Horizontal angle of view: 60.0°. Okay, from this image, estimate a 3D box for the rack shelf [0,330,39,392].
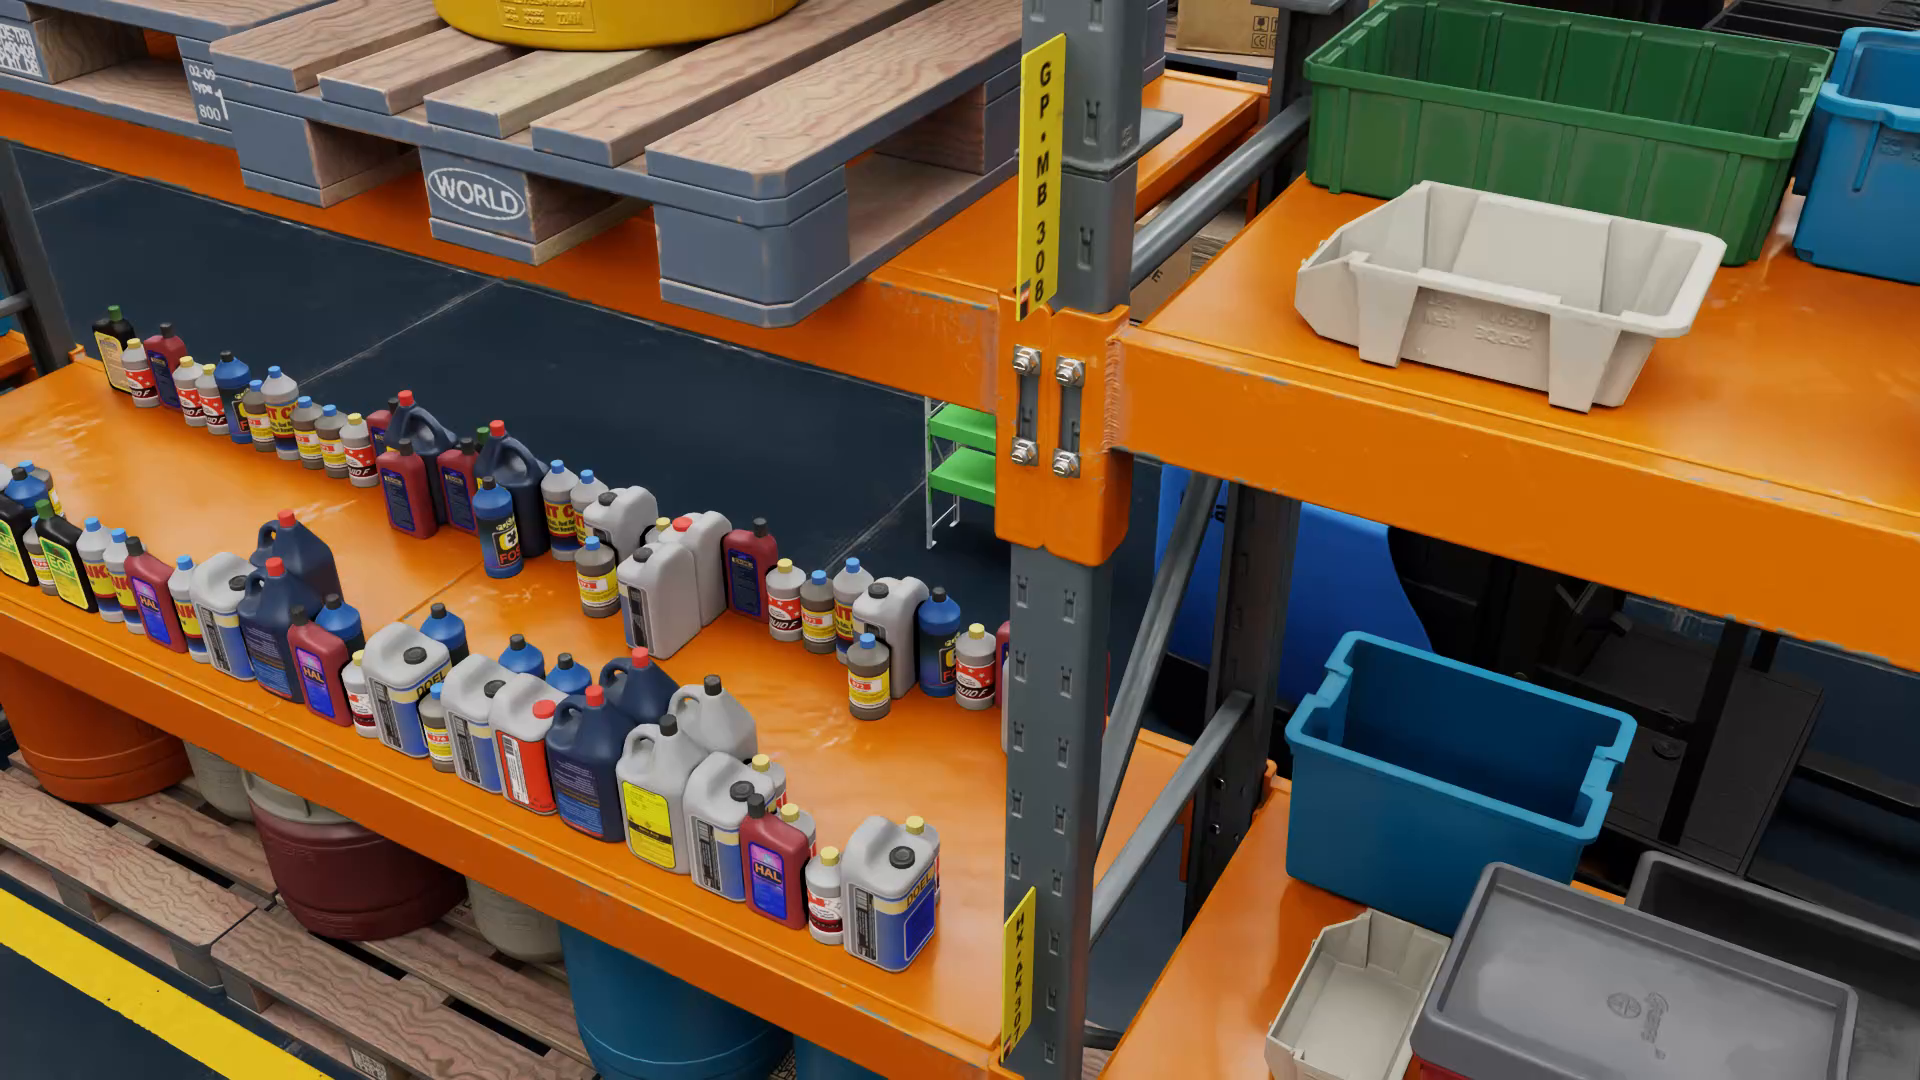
[{"bbox_3d":[-4.840,-0.786,5.873,4.000,0.370,1.077,18,37,24],"label":"rack shelf"}]

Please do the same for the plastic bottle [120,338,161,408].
[{"bbox_3d":[-2.449,-0.506,4.983,0.097,0.201,0.097,0,34,0],"label":"plastic bottle"}]

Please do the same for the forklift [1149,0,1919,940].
[{"bbox_3d":[2.123,-0.362,4.649,3.031,2.935,1.130,22,39,29],"label":"forklift"}]

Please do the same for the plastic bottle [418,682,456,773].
[{"bbox_3d":[-1.119,0.400,3.622,0.097,0.201,0.097,0,34,0],"label":"plastic bottle"}]

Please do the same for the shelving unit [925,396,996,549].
[{"bbox_3d":[0.144,-0.454,6.349,0.503,1.200,0.258,18,37,24],"label":"shelving unit"}]

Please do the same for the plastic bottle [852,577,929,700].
[{"bbox_3d":[-0.161,0.205,3.847,0.135,0.276,0.152,18,37,24],"label":"plastic bottle"}]

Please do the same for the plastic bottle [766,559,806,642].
[{"bbox_3d":[-0.417,0.138,4.016,0.097,0.201,0.097,0,34,0],"label":"plastic bottle"}]

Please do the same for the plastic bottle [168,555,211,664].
[{"bbox_3d":[-1.798,0.156,3.926,0.097,0.271,0.097,0,34,0],"label":"plastic bottle"}]

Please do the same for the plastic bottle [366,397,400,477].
[{"bbox_3d":[-1.548,-0.266,4.549,0.133,0.283,0.061,18,37,24],"label":"plastic bottle"}]

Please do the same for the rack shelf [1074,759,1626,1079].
[{"bbox_3d":[2.106,1.414,2.569,4.000,0.370,1.077,18,37,24],"label":"rack shelf"}]

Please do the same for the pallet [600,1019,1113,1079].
[{"bbox_3d":[-0.280,1.493,4.317,1.213,0.211,1.003,18,37,24],"label":"pallet"}]

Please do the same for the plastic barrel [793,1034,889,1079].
[{"bbox_3d":[-0.094,1.106,3.897,0.708,0.901,0.600,18,37,24],"label":"plastic barrel"}]

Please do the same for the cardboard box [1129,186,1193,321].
[{"bbox_3d":[0.957,-1.375,7.967,0.500,0.500,0.500,16,37,23],"label":"cardboard box"}]

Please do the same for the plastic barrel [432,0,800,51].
[{"bbox_3d":[-0.524,-1.090,2.426,0.600,0.588,0.600,0,34,0],"label":"plastic barrel"}]

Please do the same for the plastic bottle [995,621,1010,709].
[{"bbox_3d":[0.147,0.271,3.742,0.133,0.283,0.061,18,37,24],"label":"plastic bottle"}]

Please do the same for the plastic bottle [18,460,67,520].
[{"bbox_3d":[-2.441,-0.116,4.397,0.097,0.201,0.097,0,34,0],"label":"plastic bottle"}]

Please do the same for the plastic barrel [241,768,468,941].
[{"bbox_3d":[-1.690,0.731,4.743,0.708,0.588,0.600,18,37,24],"label":"plastic barrel"}]

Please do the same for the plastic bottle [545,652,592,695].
[{"bbox_3d":[-0.842,0.361,3.617,0.097,0.271,0.097,0,34,0],"label":"plastic bottle"}]

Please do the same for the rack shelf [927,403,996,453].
[{"bbox_3d":[0.144,-0.401,6.384,0.480,0.148,0.258,18,37,24],"label":"rack shelf"}]

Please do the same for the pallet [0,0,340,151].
[{"bbox_3d":[-1.346,-1.084,3.136,1.213,0.211,1.003,18,37,24],"label":"pallet"}]

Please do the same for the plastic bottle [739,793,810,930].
[{"bbox_3d":[-0.357,0.619,3.219,0.133,0.283,0.061,18,37,24],"label":"plastic bottle"}]

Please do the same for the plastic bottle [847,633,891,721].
[{"bbox_3d":[-0.207,0.302,3.770,0.097,0.201,0.097,0,34,0],"label":"plastic bottle"}]

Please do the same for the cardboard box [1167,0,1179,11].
[{"bbox_3d":[0.660,-2.672,7.587,0.500,0.500,0.700,25,41,33],"label":"cardboard box"}]

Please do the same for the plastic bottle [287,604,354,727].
[{"bbox_3d":[-1.430,0.279,3.730,0.133,0.283,0.061,18,37,24],"label":"plastic bottle"}]

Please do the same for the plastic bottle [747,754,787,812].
[{"bbox_3d":[-0.405,0.529,3.428,0.097,0.201,0.097,0,34,0],"label":"plastic bottle"}]

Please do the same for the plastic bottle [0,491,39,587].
[{"bbox_3d":[-2.393,-0.026,4.188,0.133,0.283,0.061,18,37,24],"label":"plastic bottle"}]

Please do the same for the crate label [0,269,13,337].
[{"bbox_3d":[-3.283,-0.762,5.338,0.416,0.233,0.303,18,37,24],"label":"crate label"}]

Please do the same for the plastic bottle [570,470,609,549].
[{"bbox_3d":[-0.936,-0.056,4.243,0.097,0.271,0.097,0,34,0],"label":"plastic bottle"}]

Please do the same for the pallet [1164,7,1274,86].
[{"bbox_3d":[1.048,-2.305,7.679,1.213,0.211,1.003,18,37,24],"label":"pallet"}]

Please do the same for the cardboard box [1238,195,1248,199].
[{"bbox_3d":[1.633,-1.493,8.144,0.500,0.500,0.500,18,38,25],"label":"cardboard box"}]

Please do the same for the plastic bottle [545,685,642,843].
[{"bbox_3d":[-0.751,0.439,3.428,0.185,0.351,0.144,18,37,24],"label":"plastic bottle"}]

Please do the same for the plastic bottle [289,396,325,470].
[{"bbox_3d":[-1.826,-0.309,4.686,0.097,0.201,0.097,0,34,0],"label":"plastic bottle"}]

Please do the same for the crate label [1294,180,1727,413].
[{"bbox_3d":[0.651,-0.300,2.026,0.466,0.136,0.293,18,37,24],"label":"crate label"}]

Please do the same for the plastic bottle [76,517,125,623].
[{"bbox_3d":[-2.083,0.066,4.061,0.097,0.271,0.097,0,34,0],"label":"plastic bottle"}]

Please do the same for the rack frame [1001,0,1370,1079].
[{"bbox_3d":[0.369,0.565,3.195,0.127,3.000,1.000,18,37,24],"label":"rack frame"}]

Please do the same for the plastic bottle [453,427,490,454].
[{"bbox_3d":[-1.272,-0.179,4.417,0.133,0.283,0.061,18,37,24],"label":"plastic bottle"}]

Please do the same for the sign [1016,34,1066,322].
[{"bbox_3d":[0.095,-0.423,1.965,0.005,0.325,0.100,18,37,24],"label":"sign"}]

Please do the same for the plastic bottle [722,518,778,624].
[{"bbox_3d":[-0.508,0.063,4.054,0.133,0.283,0.061,18,37,24],"label":"plastic bottle"}]

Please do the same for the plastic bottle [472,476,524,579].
[{"bbox_3d":[-1.176,-0.040,4.219,0.097,0.271,0.097,0,34,0],"label":"plastic bottle"}]

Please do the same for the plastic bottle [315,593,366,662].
[{"bbox_3d":[-1.406,0.241,3.798,0.097,0.271,0.097,0,34,0],"label":"plastic bottle"}]

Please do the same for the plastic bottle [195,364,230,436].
[{"bbox_3d":[-2.165,-0.416,4.847,0.097,0.201,0.097,0,34,0],"label":"plastic bottle"}]
